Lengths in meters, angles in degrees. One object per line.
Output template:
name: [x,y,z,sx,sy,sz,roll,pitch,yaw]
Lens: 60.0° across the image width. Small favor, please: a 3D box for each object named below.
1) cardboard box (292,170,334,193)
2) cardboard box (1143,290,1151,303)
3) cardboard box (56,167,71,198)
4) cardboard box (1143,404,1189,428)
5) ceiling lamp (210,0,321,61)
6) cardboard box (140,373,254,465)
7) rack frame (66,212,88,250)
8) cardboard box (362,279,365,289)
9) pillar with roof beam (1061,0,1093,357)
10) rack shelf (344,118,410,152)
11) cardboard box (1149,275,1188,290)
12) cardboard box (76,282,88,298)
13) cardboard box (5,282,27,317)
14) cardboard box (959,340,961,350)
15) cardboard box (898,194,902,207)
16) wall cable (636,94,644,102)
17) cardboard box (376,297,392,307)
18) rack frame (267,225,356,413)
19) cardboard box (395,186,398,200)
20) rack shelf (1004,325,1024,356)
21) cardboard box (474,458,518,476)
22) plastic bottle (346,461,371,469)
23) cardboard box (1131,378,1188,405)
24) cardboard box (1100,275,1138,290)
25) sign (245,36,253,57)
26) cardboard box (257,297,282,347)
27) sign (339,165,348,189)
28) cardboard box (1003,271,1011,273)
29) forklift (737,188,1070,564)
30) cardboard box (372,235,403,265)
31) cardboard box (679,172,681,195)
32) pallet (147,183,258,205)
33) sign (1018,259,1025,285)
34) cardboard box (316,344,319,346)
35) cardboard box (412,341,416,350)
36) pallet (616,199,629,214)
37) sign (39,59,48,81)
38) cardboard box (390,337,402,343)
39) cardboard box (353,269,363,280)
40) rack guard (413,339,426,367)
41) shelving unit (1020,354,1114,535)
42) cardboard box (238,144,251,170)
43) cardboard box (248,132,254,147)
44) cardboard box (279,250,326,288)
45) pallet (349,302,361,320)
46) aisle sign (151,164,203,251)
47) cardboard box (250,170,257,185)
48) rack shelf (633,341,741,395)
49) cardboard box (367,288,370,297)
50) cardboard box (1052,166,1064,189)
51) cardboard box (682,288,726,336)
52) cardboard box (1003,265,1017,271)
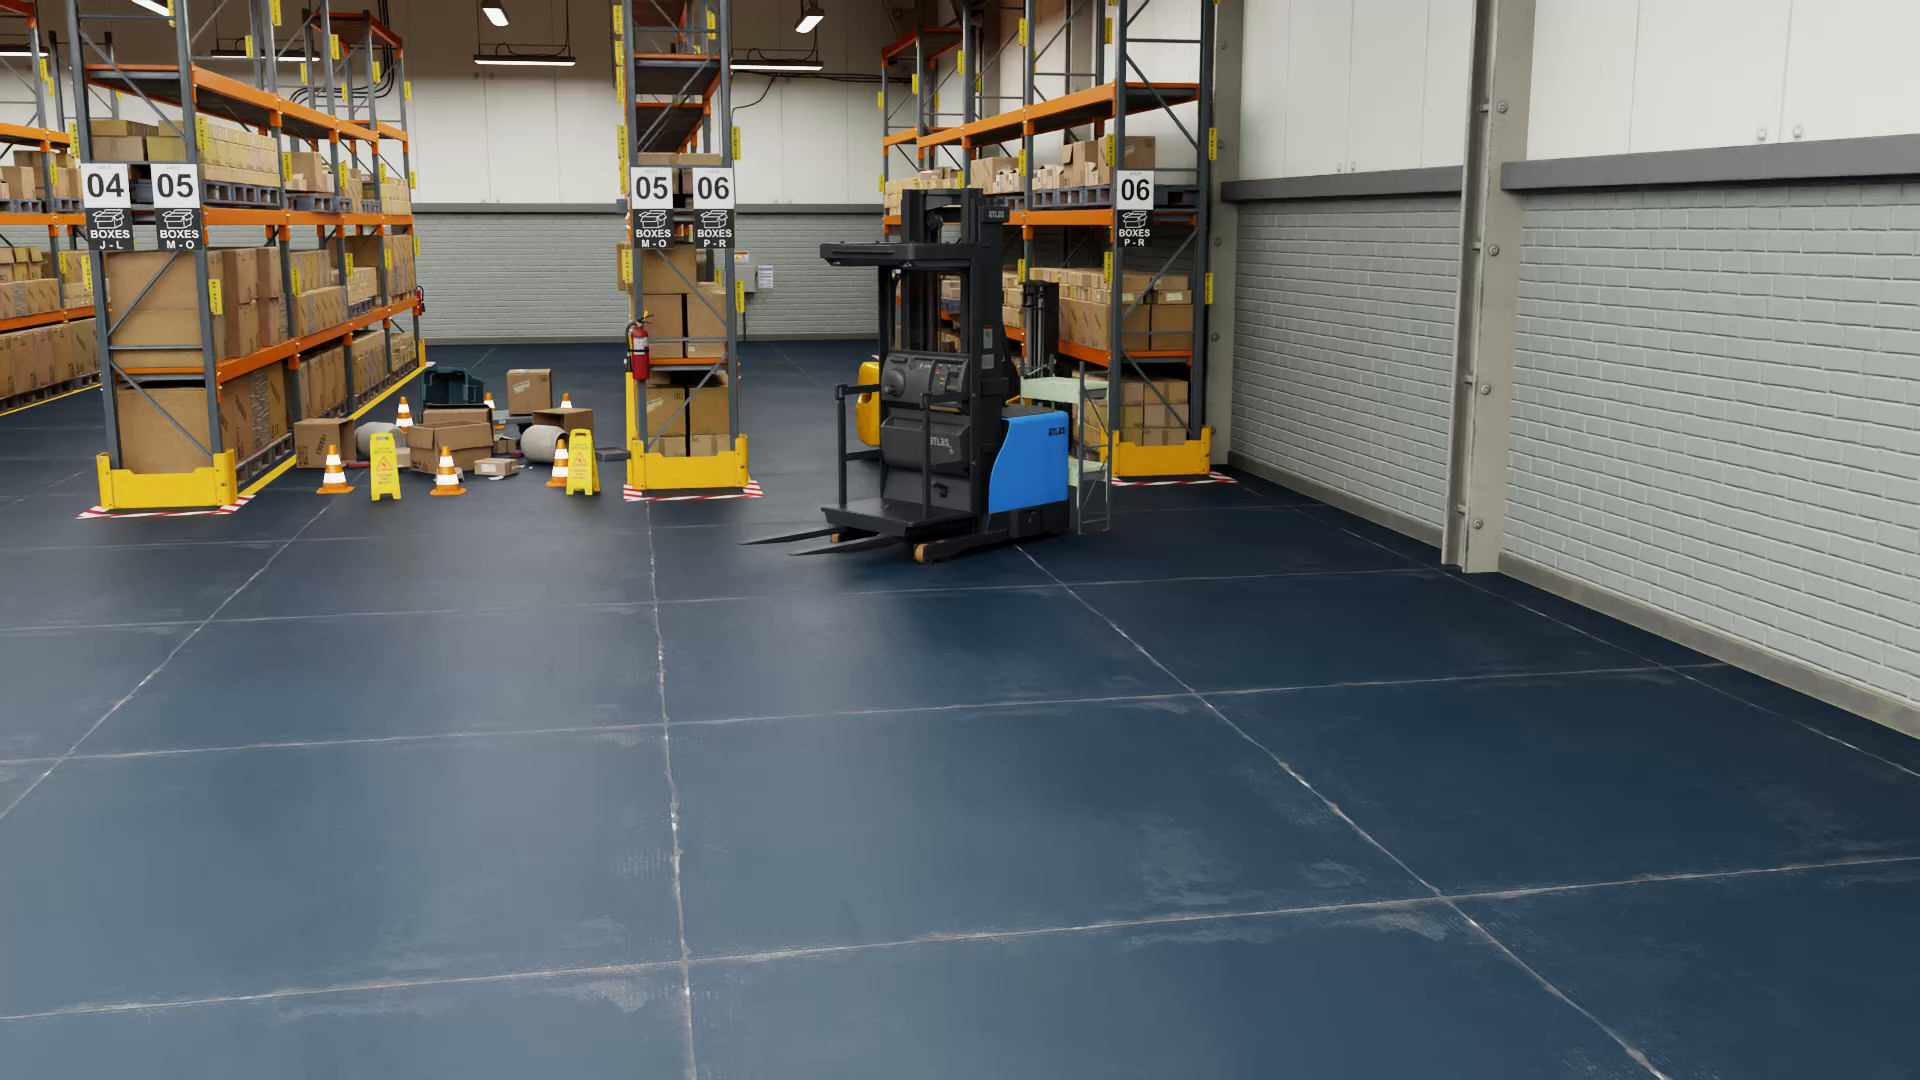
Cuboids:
cardboard box: [-8.659,-4.793,22.182,0.500,0.311,0.500,-2,11,-11]
cardboard box: [2.182,-2.684,18.271,0.380,0.149,0.250,-2,11,-11]
cardboard box: [-15.131,-5.879,27.380,0.700,0.500,0.500,-2,11,-8]
cardboard box: [2.216,-1.396,18.403,0.500,0.250,0.500,-2,11,-10]
ceiling lamp: [-13.632,-10.993,32.275,2.000,3.185,0.800,-2,11,-11]
cardboard box: [-7.970,-1.267,17.391,0.875,0.875,0.875,-2,11,-12]
rack frame: [-15.597,-4.594,30.311,1.000,3.000,0.127,-2,11,-11]
cardboard box: [-9.403,-3.944,25.648,0.380,0.149,0.250,-2,11,-11]
pillar with roof beam: [-2.538,-6.253,22.980,9.100,9.000,0.400,-2,11,-11]
rack shelf: [-10.323,-6.981,28.741,1.077,0.370,4.000,-2,11,-11]
cardboard box: [2.248,-2.784,18.005,0.380,0.149,0.250,-2,11,-12]
cardboard box: [-14.746,-4.120,27.426,0.500,0.250,0.500,-2,11,-11]
cardboard box: [-14.170,-3.555,24.585,0.500,0.500,0.500,-2,11,-11]
cardboard box: [0.203,-3.047,26.009,0.380,0.149,0.250,-3,11,-14]
cardboard box: [-0.861,-6.309,30.907,0.500,0.250,0.500,-2,11,-12]
wall cable: [-7.259,-8.935,37.071,0.463,3.000,0.029,-2,11,-11]
cardboard box: [-9.669,-3.963,27.666,0.380,0.149,0.250,-2,11,-9]
rack frame: [-9.157,-3.289,23.452,1.000,3.000,0.127,-2,11,-11]
cardboard box: [-10.089,-6.045,28.978,0.500,0.250,0.500,-3,11,-13]
rack shelf: [0.937,-2.948,23.588,1.077,0.370,4.000,-2,11,-11]
cardboard box: [-5.001,-0.786,17.930,0.380,0.149,0.250,4,11,18]
plastic bottle: [-6.632,-0.833,18.410,0.283,0.061,0.133,-6,13,-31]
cardboard box: [2.196,-1.643,18.362,0.500,0.250,0.500,-2,11,-12]
cardboard box: [1.749,-2.817,18.178,0.380,0.149,0.250,-2,11,-11]
sign: [-9.687,-6.712,22.684,0.100,0.325,0.005,-2,11,-11]
cardboard box: [-8.166,-2.461,18.705,0.875,0.550,0.550,-2,11,-11]
sign: [-8.611,-5.074,23.214,0.100,0.325,0.005,-2,11,-11]
cardboard box: [0.809,-3.984,25.103,0.380,0.149,0.250,-2,11,-9]
forklift: [-0.436,-1.355,13.479,1.130,2.935,3.031,10,15,43]
cardboard box: [-10.065,-5.083,29.141,0.500,0.500,0.500,-3,11,-13]
cardboard box: [-2.690,-3.761,17.515,0.500,0.250,0.500,-2,11,-12]
pallet: [-7.996,-3.611,17.362,1.003,0.211,1.213,-2,11,-11]
sign: [0.795,-3.443,21.379,0.100,0.325,0.005,-2,11,-11]
cardboard box: [-9.547,-2.751,24.186,0.500,0.250,0.500,-2,11,-12]
cardboard box: [-10.330,-3.621,30.907,0.380,0.149,0.250,-2,11,-13]
pallet: [-4.498,-4.984,24.843,1.213,0.211,1.003,-2,11,-8]
sign: [-14.289,-7.327,25.916,0.100,0.325,0.005,-2,11,-11]
cardboard box: [-10.156,-3.526,29.608,0.380,0.149,0.250,-3,11,-13]
cardboard box: [-9.412,-4.092,25.630,0.380,0.149,0.250,-3,11,-14]
rack guard: [-10.698,-3.514,31.322,1.175,0.500,0.348,-2,11,-11]
shelving unit: [0.931,-0.856,14.681,0.431,1.500,0.755,-10,14,-41]
cardboard box: [-7.738,-3.998,17.373,0.500,0.250,0.500,-2,11,-11]
cardboard box: [-7.750,-4.265,17.710,0.380,0.149,0.250,-2,11,-12]
cardboard box: [-8.979,-3.654,22.428,0.700,0.500,0.500,-2,11,-12]
pallet: [-9.400,-3.321,24.137,1.213,0.211,1.003,-2,11,-11]
aisle sign: [-7.292,-3.096,15.490,0.394,0.787,0.004,-2,11,-11]
cardboard box: [-7.745,-3.872,17.775,0.380,0.149,0.250,-2,11,-12]
rack shelf: [-3.154,-2.033,18.781,1.077,0.370,4.000,-2,11,-11]
cardboard box: [-9.517,-3.900,26.214,0.380,0.149,0.250,-3,11,-14]
cardboard box: [1.316,-4.314,19.788,0.396,0.266,0.258,-2,11,-12]
cardboard box: [-2.789,-2.500,18.248,0.500,0.500,0.500,-2,11,-12]
cardboard box: [0.601,-4.024,25.925,0.500,0.500,0.500,-2,11,-8]
